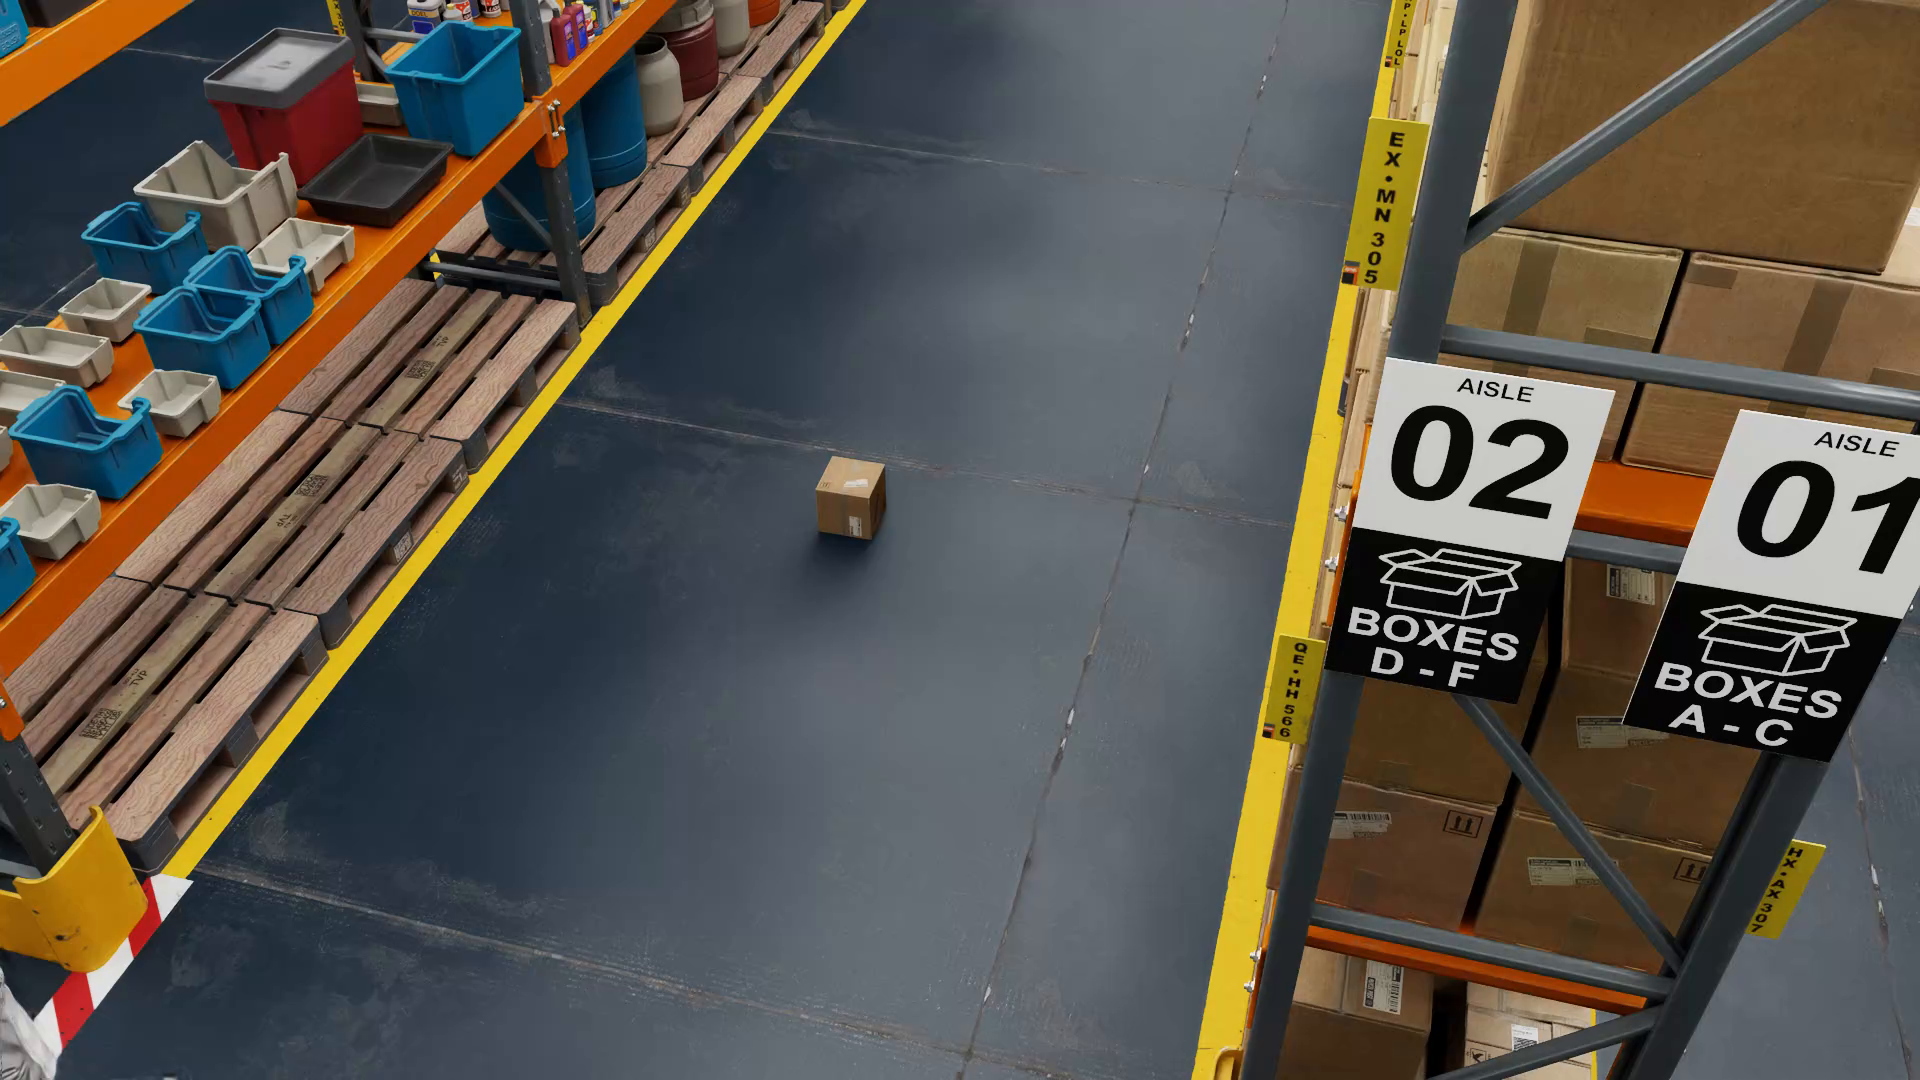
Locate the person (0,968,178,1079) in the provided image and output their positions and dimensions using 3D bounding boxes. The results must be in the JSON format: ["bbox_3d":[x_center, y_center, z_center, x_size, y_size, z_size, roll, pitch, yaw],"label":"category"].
[{"bbox_3d":[-2.608,1.417,4.474,0.743,1.745,0.555,-32,50,-32],"label":"person"}]
